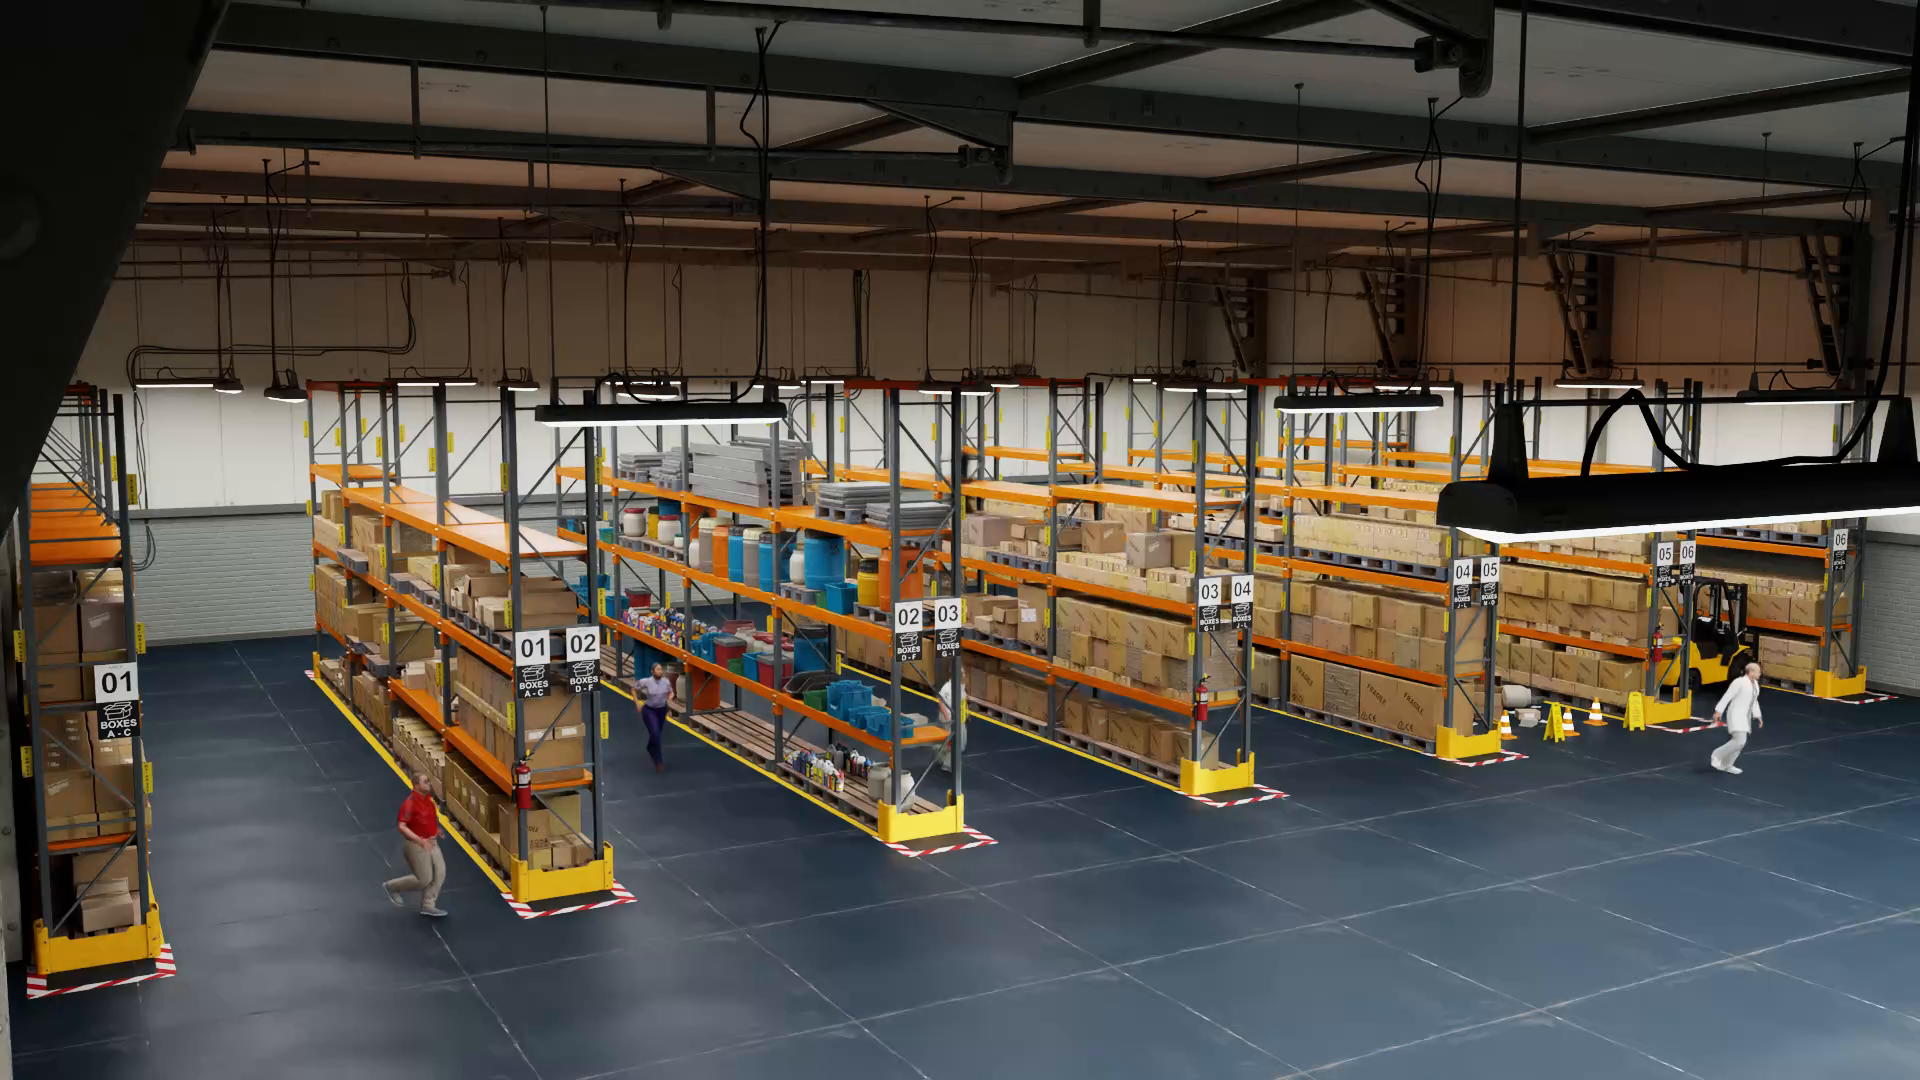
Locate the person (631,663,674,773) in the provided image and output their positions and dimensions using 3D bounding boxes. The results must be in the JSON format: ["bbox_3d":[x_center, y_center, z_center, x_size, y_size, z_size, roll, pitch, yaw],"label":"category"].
[{"bbox_3d":[-4.805,2.748,26.088,0.642,1.690,0.881,-5,8,-37],"label":"person"}]

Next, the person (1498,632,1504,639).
[{"bbox_3d":[11.320,1.903,34.873,0.638,1.489,0.824,-5,8,-40],"label":"person"}]

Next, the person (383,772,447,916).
[{"bbox_3d":[-6.238,3.485,19.040,0.707,1.683,0.672,1,6,9],"label":"person"}]

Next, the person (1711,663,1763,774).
[{"bbox_3d":[11.995,2.745,25.702,0.746,1.740,0.606,-5,8,-41],"label":"person"}]

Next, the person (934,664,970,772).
[{"bbox_3d":[-0.111,2.740,25.722,0.496,1.677,0.667,4,7,34],"label":"person"}]
